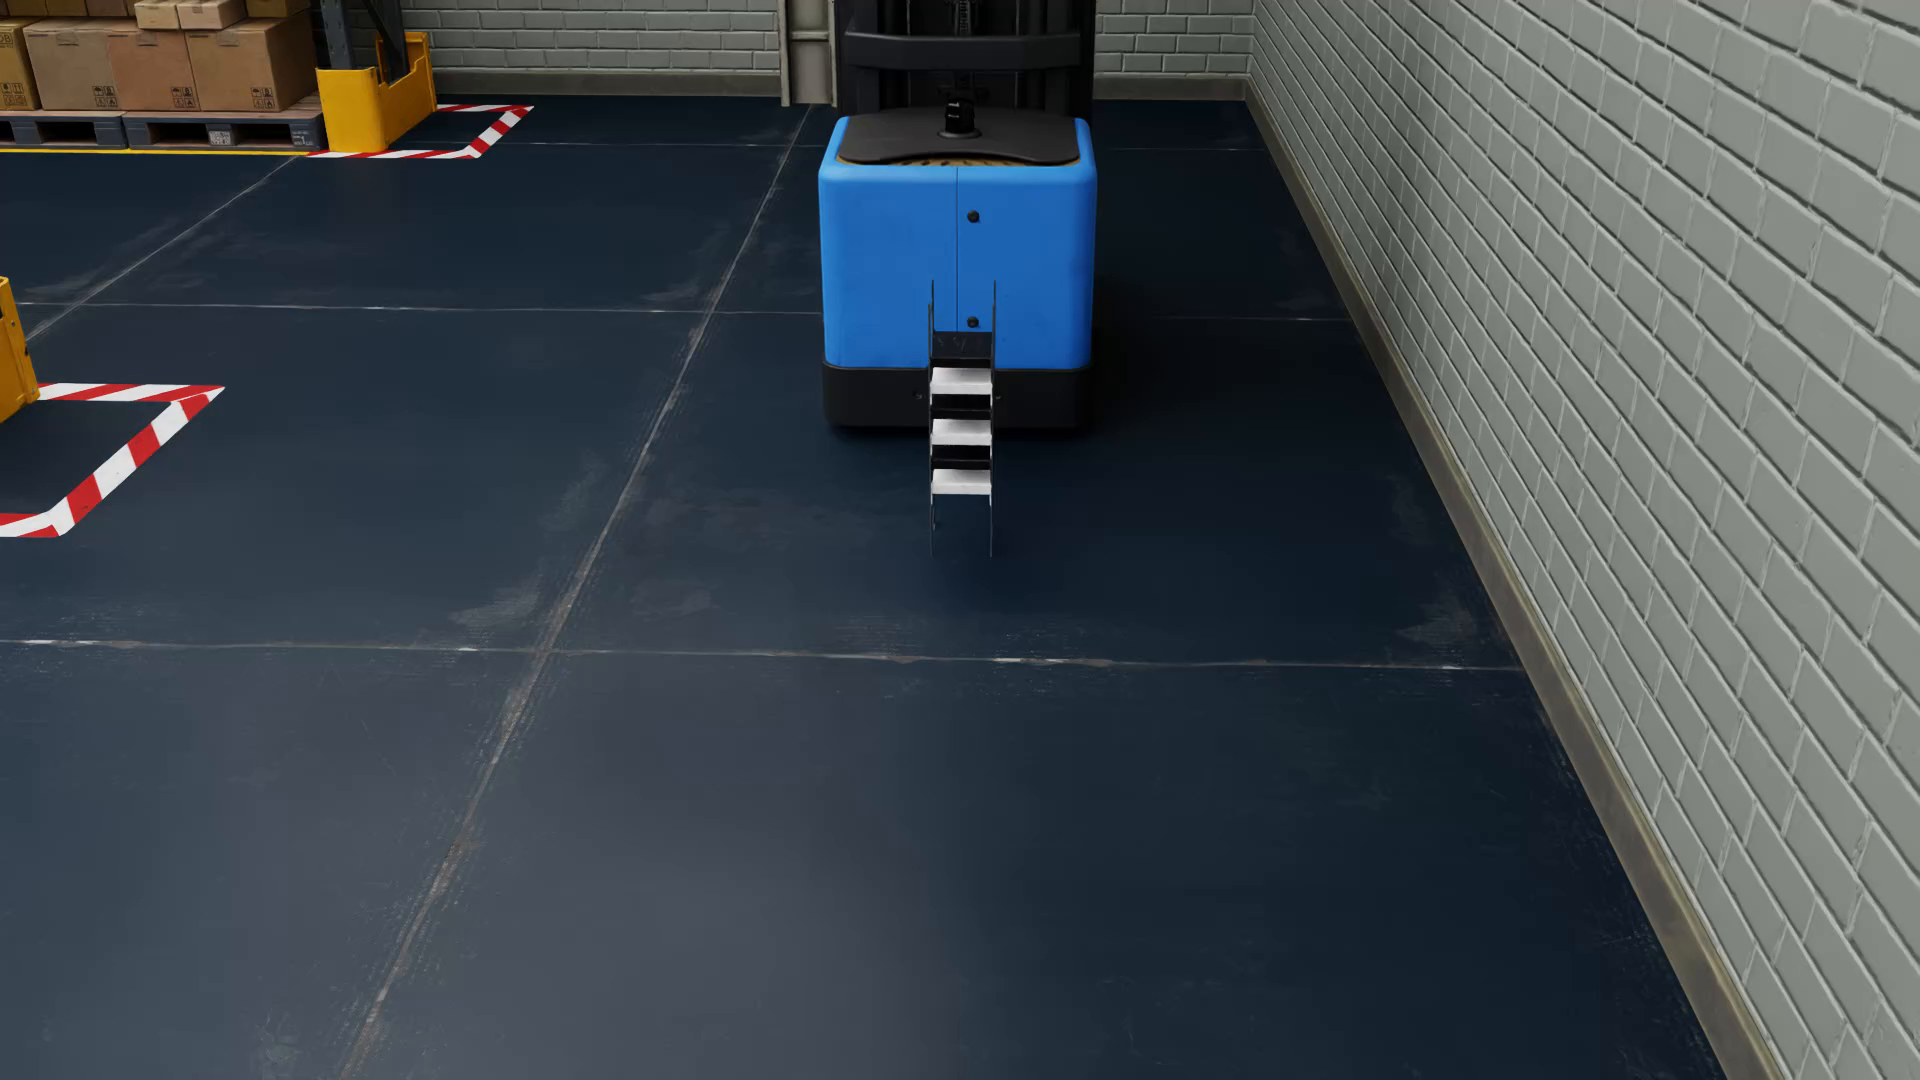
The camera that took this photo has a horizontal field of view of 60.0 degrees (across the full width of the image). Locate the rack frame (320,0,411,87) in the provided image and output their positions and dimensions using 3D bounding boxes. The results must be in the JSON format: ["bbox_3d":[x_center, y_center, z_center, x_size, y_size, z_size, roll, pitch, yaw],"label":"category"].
[{"bbox_3d":[-3.741,-3.988,10.070,0.127,3.000,1.000,1,28,2],"label":"rack frame"}]

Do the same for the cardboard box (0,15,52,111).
[{"bbox_3d":[-5.979,-3.055,10.531,0.500,0.500,0.700,2,28,3],"label":"cardboard box"}]

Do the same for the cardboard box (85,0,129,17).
[{"bbox_3d":[-5.322,-3.428,10.542,0.250,0.149,0.380,1,28,3],"label":"cardboard box"}]

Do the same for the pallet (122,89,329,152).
[{"bbox_3d":[-4.542,-2.732,10.679,1.213,0.211,1.003,1,28,2],"label":"pallet"}]

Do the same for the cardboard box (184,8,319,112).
[{"bbox_3d":[-4.444,-3.033,10.490,0.500,0.500,0.700,1,28,2],"label":"cardboard box"}]

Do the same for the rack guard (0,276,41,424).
[{"bbox_3d":[-3.988,-0.566,6.283,0.348,0.500,1.175,1,28,2],"label":"rack guard"}]

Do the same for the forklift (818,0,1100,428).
[{"bbox_3d":[0.026,-2.375,7.101,1.130,2.935,3.031,1,28,1],"label":"forklift"}]

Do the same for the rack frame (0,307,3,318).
[{"bbox_3d":[-3.912,-1.669,5.695,0.127,3.000,1.000,1,28,2],"label":"rack frame"}]

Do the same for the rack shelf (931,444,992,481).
[{"bbox_3d":[0.008,-0.288,5.597,0.200,0.077,0.258,1,28,2],"label":"rack shelf"}]

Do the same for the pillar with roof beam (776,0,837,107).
[{"bbox_3d":[-1.164,-4.983,5.543,0.400,9.000,9.100,1,28,2],"label":"pillar with roof beam"}]

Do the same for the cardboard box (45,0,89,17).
[{"bbox_3d":[-5.579,-3.432,10.549,0.250,0.149,0.380,1,28,2],"label":"cardboard box"}]

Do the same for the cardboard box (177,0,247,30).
[{"bbox_3d":[-4.578,-3.237,10.181,0.250,0.149,0.380,1,28,1],"label":"cardboard box"}]

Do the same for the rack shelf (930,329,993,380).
[{"bbox_3d":[0.008,-0.607,5.428,0.200,0.077,0.258,1,28,2],"label":"rack shelf"}]

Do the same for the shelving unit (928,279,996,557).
[{"bbox_3d":[0.008,-0.397,5.539,0.210,0.900,0.258,1,28,2],"label":"shelving unit"}]

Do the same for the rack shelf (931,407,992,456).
[{"bbox_3d":[0.008,-0.368,5.555,0.200,0.077,0.258,1,28,2],"label":"rack shelf"}]

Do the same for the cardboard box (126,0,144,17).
[{"bbox_3d":[-5.068,-3.424,10.534,0.250,0.149,0.380,1,28,2],"label":"cardboard box"}]

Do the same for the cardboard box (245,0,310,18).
[{"bbox_3d":[-4.312,-3.412,10.511,0.250,0.149,0.380,1,28,2],"label":"cardboard box"}]

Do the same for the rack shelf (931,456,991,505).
[{"bbox_3d":[0.008,-0.209,5.639,0.200,0.077,0.258,1,28,2],"label":"rack shelf"}]

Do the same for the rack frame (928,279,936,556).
[{"bbox_3d":[-0.093,-0.399,5.542,0.006,0.900,0.240,1,28,2],"label":"rack frame"}]

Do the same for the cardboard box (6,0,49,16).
[{"bbox_3d":[-5.832,-3.436,10.557,0.250,0.149,0.380,0,28,1],"label":"cardboard box"}]

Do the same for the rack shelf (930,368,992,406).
[{"bbox_3d":[0.008,-0.527,5.470,0.200,0.077,0.258,1,28,2],"label":"rack shelf"}]

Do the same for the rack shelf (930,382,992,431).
[{"bbox_3d":[0.008,-0.448,5.512,0.200,0.077,0.258,1,28,2],"label":"rack shelf"}]

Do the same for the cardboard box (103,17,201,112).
[{"bbox_3d":[-4.944,-3.042,10.506,0.500,0.500,0.700,1,28,2],"label":"cardboard box"}]

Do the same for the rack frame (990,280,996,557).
[{"bbox_3d":[0.110,-0.396,5.536,0.006,0.900,0.240,1,28,2],"label":"rack frame"}]

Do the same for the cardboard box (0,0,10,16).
[{"bbox_3d":[-6.090,-3.440,10.564,0.250,0.149,0.380,1,28,2],"label":"cardboard box"}]

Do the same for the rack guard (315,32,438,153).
[{"bbox_3d":[-3.717,-2.883,10.654,0.348,0.500,1.175,1,28,2],"label":"rack guard"}]

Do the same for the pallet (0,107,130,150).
[{"bbox_3d":[-5.758,-2.754,10.719,1.213,0.211,1.003,1,28,2],"label":"pallet"}]

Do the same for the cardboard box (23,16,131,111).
[{"bbox_3d":[-5.446,-3.050,10.521,0.500,0.500,0.700,0,28,0],"label":"cardboard box"}]

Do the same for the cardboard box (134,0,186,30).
[{"bbox_3d":[-4.834,-3.241,10.189,0.250,0.149,0.380,2,28,3],"label":"cardboard box"}]
